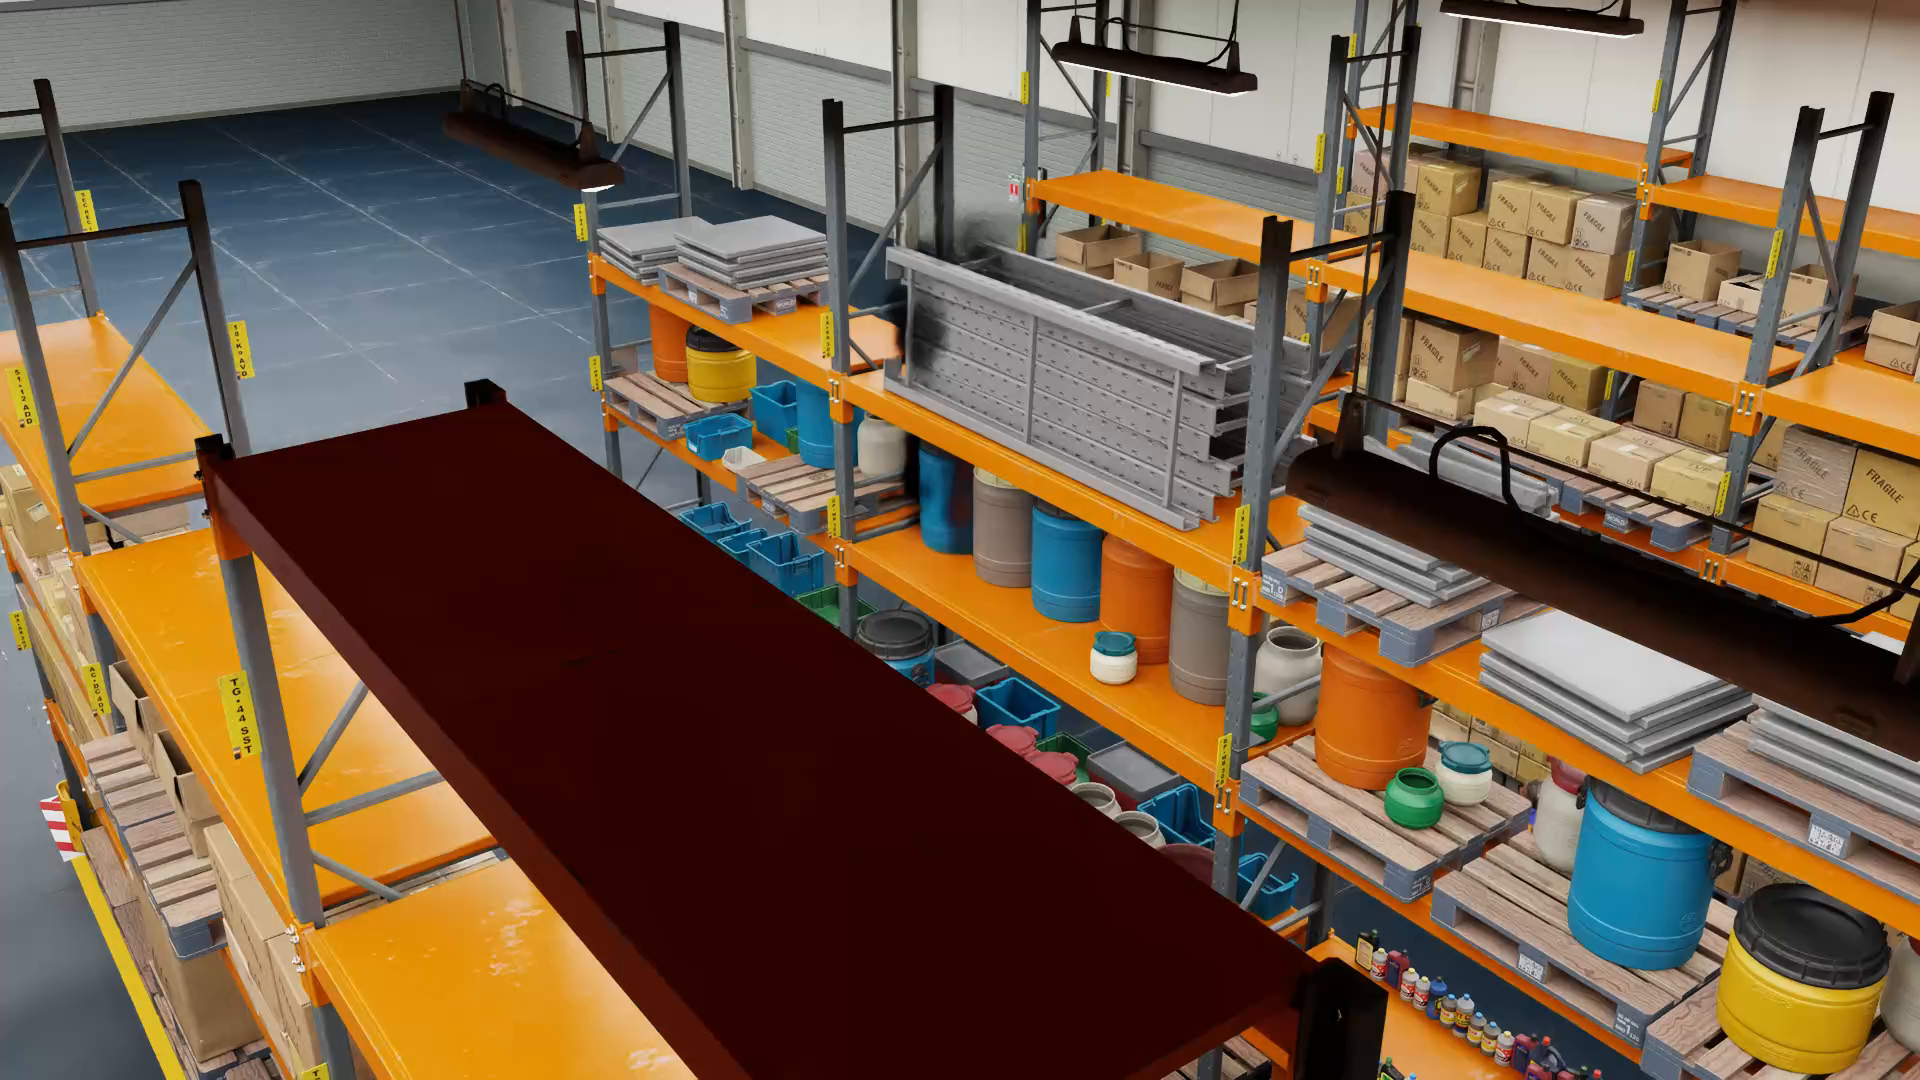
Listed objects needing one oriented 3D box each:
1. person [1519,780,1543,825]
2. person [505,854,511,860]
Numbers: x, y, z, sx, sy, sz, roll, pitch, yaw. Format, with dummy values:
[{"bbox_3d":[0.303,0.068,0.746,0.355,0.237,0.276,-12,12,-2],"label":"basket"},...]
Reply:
[{"bbox_3d":[4.013,2.396,11.882,0.540,1.607,0.646,-20,31,-36],"label":"person"},{"bbox_3d":[-2.698,2.445,10.876,0.686,1.799,0.841,-20,31,-36],"label":"person"}]
